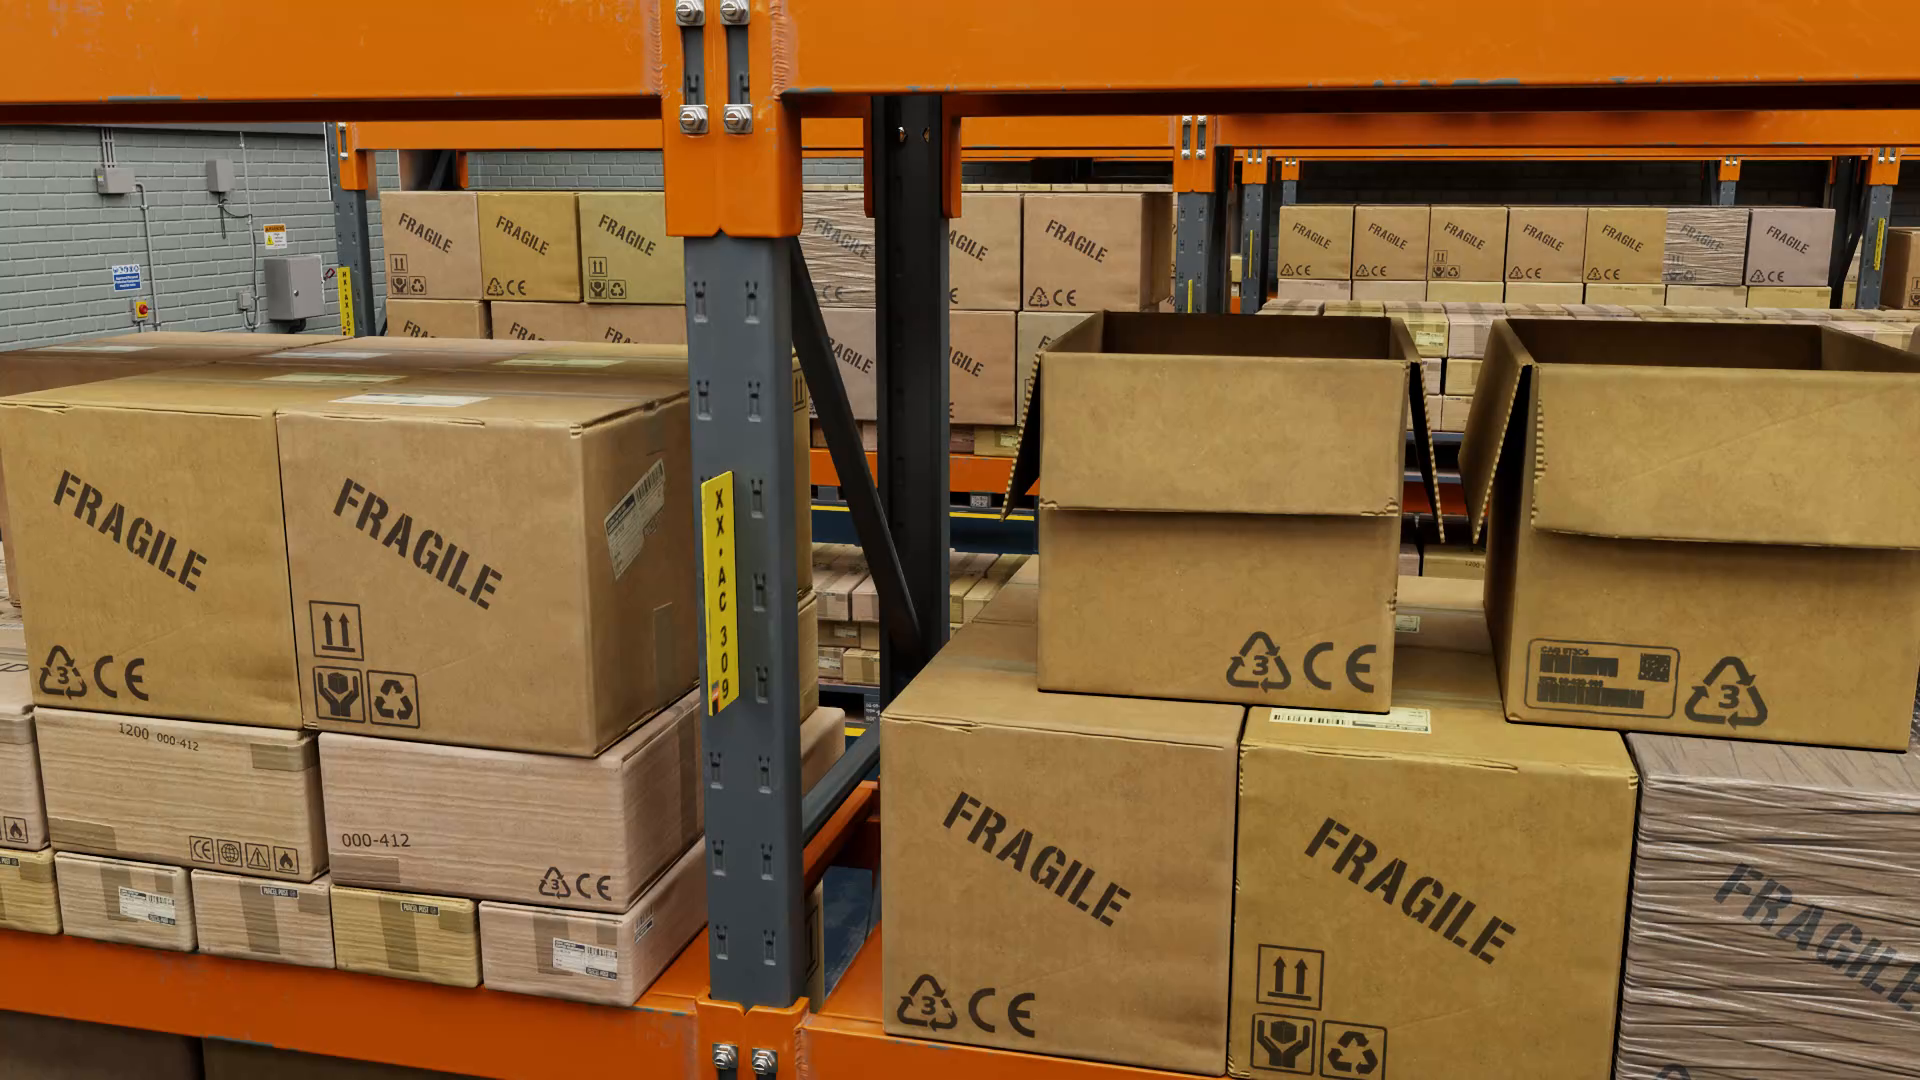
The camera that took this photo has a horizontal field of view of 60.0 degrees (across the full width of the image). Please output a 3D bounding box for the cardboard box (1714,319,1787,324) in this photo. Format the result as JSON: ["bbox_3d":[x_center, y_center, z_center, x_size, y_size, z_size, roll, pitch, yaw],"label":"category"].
[{"bbox_3d":[3.131,-0.781,6.567,0.250,0.149,0.380,4,13,16],"label":"cardboard box"}]

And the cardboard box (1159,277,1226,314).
[{"bbox_3d":[1.664,-1.685,12.171,0.500,0.500,0.500,3,13,14],"label":"cardboard box"}]

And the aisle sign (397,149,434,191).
[{"bbox_3d":[-2.795,-2.163,8.556,0.004,0.787,0.394,3,13,14],"label":"aisle sign"}]

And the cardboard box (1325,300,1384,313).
[{"bbox_3d":[1.786,-0.999,7.547,0.250,0.149,0.380,3,13,12],"label":"cardboard box"}]

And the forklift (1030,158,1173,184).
[{"bbox_3d":[1.369,-2.036,14.144,3.031,2.935,1.130,3,13,15],"label":"forklift"}]

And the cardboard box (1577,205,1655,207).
[{"bbox_3d":[4.657,-2.126,11.851,0.500,0.500,0.500,3,13,15],"label":"cardboard box"}]

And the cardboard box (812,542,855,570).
[{"bbox_3d":[-0.708,0.129,8.466,0.250,0.149,0.380,3,13,14],"label":"cardboard box"}]

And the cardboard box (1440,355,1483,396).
[{"bbox_3d":[2.116,-0.690,6.843,0.250,0.149,0.380,2,13,11],"label":"cardboard box"}]

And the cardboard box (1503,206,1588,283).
[{"bbox_3d":[4.024,-2.047,11.494,0.500,0.500,0.500,3,13,13],"label":"cardboard box"}]

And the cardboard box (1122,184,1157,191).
[{"bbox_3d":[1.331,-2.520,12.129,0.250,0.149,0.380,3,13,14],"label":"cardboard box"}]

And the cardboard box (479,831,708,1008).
[{"bbox_3d":[-0.573,0.594,2.711,0.250,0.149,0.380,3,13,14],"label":"cardboard box"}]

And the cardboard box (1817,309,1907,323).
[{"bbox_3d":[3.814,-0.890,7.058,0.250,0.149,0.380,3,13,11],"label":"cardboard box"}]

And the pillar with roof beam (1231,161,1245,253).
[{"bbox_3d":[1.870,-4.959,13.308,0.400,9.000,9.100,3,13,14],"label":"pillar with roof beam"}]

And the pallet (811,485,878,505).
[{"bbox_3d":[-0.913,-0.487,13.441,1.213,0.211,1.003,3,13,14],"label":"pallet"}]

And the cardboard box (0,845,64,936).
[{"bbox_3d":[-1.572,0.541,2.951,0.250,0.149,0.380,3,13,15],"label":"cardboard box"}]

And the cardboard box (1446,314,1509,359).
[{"bbox_3d":[2.122,-0.835,6.807,0.250,0.149,0.380,3,13,13],"label":"cardboard box"}]

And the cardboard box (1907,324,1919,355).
[{"bbox_3d":[1.694,-0.022,2.360,0.637,0.503,0.797,3,13,15],"label":"cardboard box"}]

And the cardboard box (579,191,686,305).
[{"bbox_3d":[-1.432,-1.374,7.773,0.500,0.500,0.500,3,13,12],"label":"cardboard box"}]

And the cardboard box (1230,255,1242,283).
[{"bbox_3d":[2.809,-2.757,16.893,0.500,0.250,0.500,3,13,15],"label":"cardboard box"}]

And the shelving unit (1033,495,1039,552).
[{"bbox_3d":[0.083,-0.728,11.551,1.048,1.500,0.538,3,13,14],"label":"shelving unit"}]

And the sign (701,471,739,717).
[{"bbox_3d":[-0.330,0.074,2.294,0.005,0.325,0.100,3,13,14],"label":"sign"}]

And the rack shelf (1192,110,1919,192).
[{"bbox_3d":[3.030,-1.629,6.886,4.000,0.370,1.077,3,13,14],"label":"rack shelf"}]

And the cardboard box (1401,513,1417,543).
[{"bbox_3d":[1.872,0.015,7.810,0.500,0.250,0.500,3,13,12],"label":"cardboard box"}]

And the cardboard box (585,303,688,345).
[{"bbox_3d":[-1.428,-0.889,7.898,0.500,0.500,0.500,3,13,14],"label":"cardboard box"}]

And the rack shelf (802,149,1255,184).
[{"bbox_3d":[0.234,-2.883,12.537,4.000,0.370,1.077,3,13,14],"label":"rack shelf"}]

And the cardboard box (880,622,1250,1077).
[{"bbox_3d":[0.188,0.446,2.567,0.500,0.500,0.500,3,13,14],"label":"cardboard box"}]

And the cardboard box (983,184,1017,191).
[{"bbox_3d":[0.332,-2.558,12.299,0.250,0.149,0.380,3,13,14],"label":"cardboard box"}]

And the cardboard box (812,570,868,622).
[{"bbox_3d":[-0.604,0.261,7.871,0.250,0.149,0.380,3,13,12],"label":"cardboard box"}]

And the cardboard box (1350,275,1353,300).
[{"bbox_3d":[3.149,-1.840,12.295,0.500,0.250,0.500,3,13,15],"label":"cardboard box"}]

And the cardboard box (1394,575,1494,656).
[{"bbox_3d":[0.800,0.364,2.939,0.500,0.500,0.500,3,13,15],"label":"cardboard box"}]

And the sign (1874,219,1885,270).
[{"bbox_3d":[5.930,-1.906,10.728,0.005,0.325,0.100,3,13,14],"label":"sign"}]

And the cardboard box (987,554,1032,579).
[{"bbox_3d":[0.293,0.186,8.209,0.250,0.149,0.380,3,13,13],"label":"cardboard box"}]

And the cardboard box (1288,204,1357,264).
[{"bbox_3d":[2.670,-2.232,12.330,0.500,0.500,0.500,3,13,15],"label":"cardboard box"}]

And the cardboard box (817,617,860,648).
[{"bbox_3d":[-0.551,0.390,7.976,0.250,0.149,0.380,2,13,11],"label":"cardboard box"}]

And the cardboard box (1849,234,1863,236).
[{"bbox_3d":[8.617,-2.849,15.920,0.250,0.149,0.380,3,13,13],"label":"cardboard box"}]

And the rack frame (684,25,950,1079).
[{"bbox_3d":[-0.198,0.418,2.926,0.053,2.616,0.949,3,13,14],"label":"rack frame"}]

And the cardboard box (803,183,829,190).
[{"bbox_3d":[-1.158,-2.652,12.723,0.250,0.149,0.380,3,13,15],"label":"cardboard box"}]

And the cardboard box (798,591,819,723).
[{"bbox_3d":[-0.592,0.267,3.265,0.500,0.250,0.500,3,13,13],"label":"cardboard box"}]

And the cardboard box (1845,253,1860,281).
[{"bbox_3d":[8.103,-2.572,15.594,0.500,0.250,0.500,3,13,15],"label":"cardboard box"}]

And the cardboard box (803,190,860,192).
[{"bbox_3d":[-0.778,-1.460,8.161,0.500,0.500,0.500,3,13,12],"label":"cardboard box"}]

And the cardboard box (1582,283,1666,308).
[{"bbox_3d":[4.528,-1.649,11.431,0.500,0.250,0.500,3,13,12],"label":"cardboard box"}]

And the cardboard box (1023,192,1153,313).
[{"bbox_3d":[0.567,-1.269,7.303,0.500,0.500,0.500,3,13,12],"label":"cardboard box"}]

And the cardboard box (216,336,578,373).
[{"bbox_3d":[-1.078,-0.126,3.302,0.500,0.500,0.500,3,13,14],"label":"cardboard box"}]

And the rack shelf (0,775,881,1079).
[{"bbox_3d":[-2.140,0.666,3.469,4.000,0.370,1.077,3,13,14],"label":"rack shelf"}]

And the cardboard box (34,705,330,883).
[{"bbox_3d":[-1.193,0.352,2.880,0.500,0.250,0.500,3,13,15],"label":"cardboard box"}]

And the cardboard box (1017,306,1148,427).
[{"bbox_3d":[0.551,-0.779,7.403,0.500,0.500,0.500,3,13,14],"label":"cardboard box"}]

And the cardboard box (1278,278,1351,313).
[{"bbox_3d":[2.535,-1.754,11.908,0.500,0.250,0.500,3,13,12],"label":"cardboard box"}]

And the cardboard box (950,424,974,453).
[{"bbox_3d":[-0.001,-0.507,7.674,0.250,0.149,0.380,3,13,12],"label":"cardboard box"}]

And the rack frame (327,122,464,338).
[{"bbox_3d":[-2.796,-0.827,8.536,0.127,3.000,1.000,3,13,14],"label":"rack frame"}]

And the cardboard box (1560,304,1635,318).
[{"bbox_3d":[2.790,-0.945,7.303,0.250,0.149,0.380,2,13,11],"label":"cardboard box"}]
